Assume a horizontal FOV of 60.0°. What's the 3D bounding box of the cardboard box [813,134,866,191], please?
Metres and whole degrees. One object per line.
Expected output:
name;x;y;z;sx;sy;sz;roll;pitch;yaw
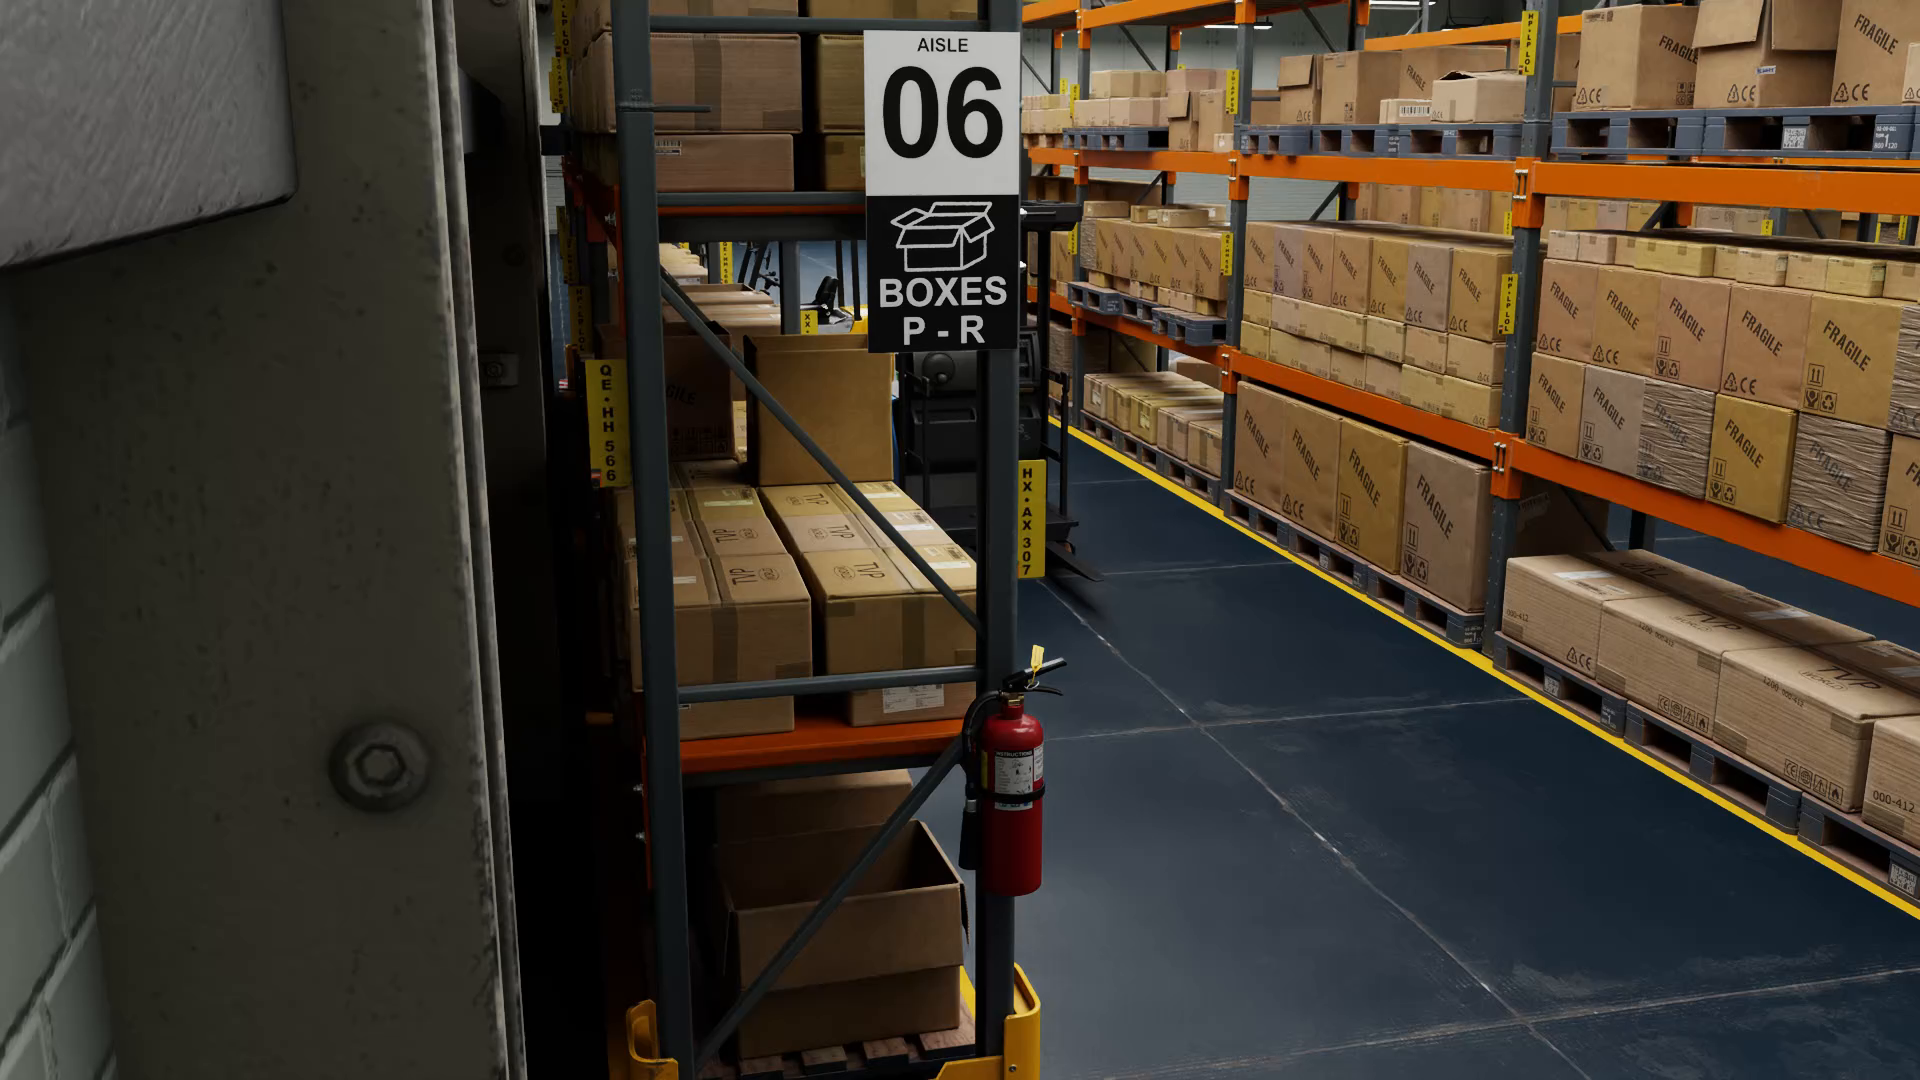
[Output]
cardboard box;-0.193;-1.026;4.516;0.380;0.149;0.250;-3;14;-12

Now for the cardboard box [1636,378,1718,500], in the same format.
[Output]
cardboard box;3.621;-0.499;7.939;0.500;0.500;0.500;-3;14;-13

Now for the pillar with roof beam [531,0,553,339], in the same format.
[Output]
pillar with roof beam;-2.039;-7.623;24.668;9.100;9.000;0.400;-3;14;-13

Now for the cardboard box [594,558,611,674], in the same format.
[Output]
cardboard box;-1.686;0.386;8.908;0.500;0.500;0.500;-3;14;-13

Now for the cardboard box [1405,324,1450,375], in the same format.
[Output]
cardboard box;3.076;-1.178;10.190;0.500;0.250;0.500;-3;14;-12

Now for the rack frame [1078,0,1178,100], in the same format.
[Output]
rack frame;1.661;-5.565;16.243;1.000;3.000;0.127;-3;14;-13

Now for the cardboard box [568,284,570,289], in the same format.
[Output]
cardboard box;-3.773;-2.742;17.120;0.500;0.500;0.500;-4;14;-15

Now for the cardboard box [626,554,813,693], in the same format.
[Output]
cardboard box;-0.710;0.233;4.844;0.500;0.250;0.500;-3;14;-12

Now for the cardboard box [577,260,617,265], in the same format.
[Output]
cardboard box;-2.919;-2.165;13.391;0.380;0.149;0.250;-4;14;-14

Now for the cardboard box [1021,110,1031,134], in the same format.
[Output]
cardboard box;0.937;-4.617;18.375;0.500;0.250;0.500;-3;14;-12

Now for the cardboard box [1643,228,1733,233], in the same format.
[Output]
cardboard box;3.922;-1.601;8.975;0.380;0.149;0.250;-4;14;-14

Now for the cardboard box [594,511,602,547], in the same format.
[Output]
cardboard box;-1.869;-0.074;9.427;0.380;0.149;0.250;-4;14;-16

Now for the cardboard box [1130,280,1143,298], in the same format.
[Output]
cardboard box;1.763;-2.285;15.104;0.380;0.149;0.250;-3;14;-11

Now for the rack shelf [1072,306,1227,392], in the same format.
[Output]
rack shelf;2.131;-1.839;15.152;1.077;0.370;4.000;-3;14;-13

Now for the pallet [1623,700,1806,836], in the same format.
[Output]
pallet;3.933;1.012;7.842;1.003;0.211;1.213;-3;14;-13

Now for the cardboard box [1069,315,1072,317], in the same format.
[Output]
cardboard box;1.528;-2.277;18.754;0.500;0.500;0.500;-3;14;-10

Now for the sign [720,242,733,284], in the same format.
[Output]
sign;-1.698;-2.006;12.046;0.100;0.325;0.005;-3;14;-13

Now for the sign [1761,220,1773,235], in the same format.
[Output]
sign;6.850;-2.557;14.135;0.100;0.325;0.005;-3;14;-13

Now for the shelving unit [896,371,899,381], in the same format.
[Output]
shelving unit;-0.329;-0.845;13.359;0.258;1.200;0.503;-4;14;-15

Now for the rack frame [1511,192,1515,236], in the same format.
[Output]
rack frame;6.449;-2.950;18.180;1.000;3.000;0.127;-3;14;-13

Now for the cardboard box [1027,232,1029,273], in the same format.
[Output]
cardboard box;0.937;-3.288;18.727;0.500;0.500;0.500;-4;14;-14

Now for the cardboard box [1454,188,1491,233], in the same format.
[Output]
cardboard box;6.154;-3.754;18.883;0.875;0.550;0.550;-3;14;-13

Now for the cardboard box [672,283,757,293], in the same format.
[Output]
cardboard box;-1.660;-1.338;10.481;0.797;0.503;0.637;-4;14;-14

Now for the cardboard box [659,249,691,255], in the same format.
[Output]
cardboard box;-2.591;-2.499;14.757;0.380;0.149;0.250;-4;14;-15

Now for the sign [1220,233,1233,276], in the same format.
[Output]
sign;2.076;-2.219;12.917;0.100;0.325;0.005;-3;14;-13

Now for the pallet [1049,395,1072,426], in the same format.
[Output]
pallet;1.469;-1.449;17.912;1.003;0.211;1.213;-3;14;-13

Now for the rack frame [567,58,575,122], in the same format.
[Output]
rack frame;-2.223;-4.364;11.330;1.000;3.000;0.127;-3;14;-13

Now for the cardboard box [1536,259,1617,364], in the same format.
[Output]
cardboard box;3.417;-1.216;8.765;0.500;0.500;0.500;-3;14;-13

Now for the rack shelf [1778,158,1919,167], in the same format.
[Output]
rack shelf;7.858;-2.673;12.243;1.077;0.370;4.000;-3;14;-13

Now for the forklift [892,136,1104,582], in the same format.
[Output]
forklift;0.172;-1.280;11.490;1.130;2.935;3.031;-4;14;-15

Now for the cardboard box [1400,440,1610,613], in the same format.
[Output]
cardboard box;3.317;-0.115;10.170;0.875;0.875;0.875;-3;14;-11

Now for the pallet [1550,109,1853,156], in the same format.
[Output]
pallet;3.722;-2.029;8.280;1.003;0.211;1.213;-3;14;-13

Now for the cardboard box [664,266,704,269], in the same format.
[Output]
cardboard box;-2.161;-2.023;12.810;0.380;0.149;0.250;-3;14;-12

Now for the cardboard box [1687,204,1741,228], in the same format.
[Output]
cardboard box;7.050;-2.900;15.659;0.700;0.500;0.500;-4;14;-14

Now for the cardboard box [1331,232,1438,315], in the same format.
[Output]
cardboard box;2.827;-1.784;11.090;0.500;0.500;0.500;-3;14;-12

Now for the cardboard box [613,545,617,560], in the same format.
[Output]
cardboard box;-1.095;0.104;6.212;0.380;0.149;0.250;-3;14;-13

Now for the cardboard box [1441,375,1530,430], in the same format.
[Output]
cardboard box;3.190;-0.821;9.785;0.500;0.250;0.500;-4;14;-15

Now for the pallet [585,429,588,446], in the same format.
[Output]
pallet;-2.952;-0.850;15.463;1.003;0.211;1.213;-3;14;-13

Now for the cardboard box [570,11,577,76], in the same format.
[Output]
cardboard box;-1.444;-2.169;7.300;0.500;0.250;0.500;-3;14;-14

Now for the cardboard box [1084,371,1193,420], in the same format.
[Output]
cardboard box;1.787;-1.457;16.722;0.950;0.372;0.625;-3;14;-12

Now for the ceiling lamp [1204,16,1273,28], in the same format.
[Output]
ceiling lamp;7.710;-15.934;46.387;2.000;3.185;0.800;-3;14;-13

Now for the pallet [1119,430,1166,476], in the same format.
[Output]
pallet;2.136;-0.834;15.397;1.003;0.211;1.213;-3;14;-13

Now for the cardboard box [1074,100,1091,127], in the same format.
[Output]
cardboard box;1.409;-4.081;15.924;0.500;0.250;0.500;-4;14;-15

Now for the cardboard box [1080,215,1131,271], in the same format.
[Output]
cardboard box;1.493;-2.923;16.350;0.500;0.500;0.500;-3;14;-12

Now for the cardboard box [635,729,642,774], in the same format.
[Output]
cardboard box;-1.256;0.919;7.466;0.380;0.149;0.250;-3;14;-14

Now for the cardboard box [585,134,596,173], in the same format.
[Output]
cardboard box;-1.282;-1.532;6.586;0.380;0.149;0.250;-3;14;-14

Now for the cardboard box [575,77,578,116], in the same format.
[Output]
cardboard box;-1.323;-1.808;6.876;0.500;0.250;0.500;-3;14;-14

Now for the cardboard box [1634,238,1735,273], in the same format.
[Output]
cardboard box;3.538;-1.391;8.117;0.380;0.149;0.250;-3;14;-14

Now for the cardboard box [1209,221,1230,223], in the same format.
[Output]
cardboard box;2.226;-2.720;15.517;0.500;0.500;0.500;-3;14;-11

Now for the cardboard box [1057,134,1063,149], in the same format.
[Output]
cardboard box;1.234;-4.162;17.352;0.380;0.149;0.250;-3;14;-13

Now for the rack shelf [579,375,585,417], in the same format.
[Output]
rack shelf;-2.693;-1.562;14.016;1.077;0.370;4.000;-3;14;-13

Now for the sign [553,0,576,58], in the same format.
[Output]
sign;-1.822;-2.395;7.671;0.100;0.325;0.005;-3;14;-13

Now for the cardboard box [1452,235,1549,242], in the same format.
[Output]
cardboard box;3.455;-1.688;10.699;0.500;0.500;0.500;-4;14;-15

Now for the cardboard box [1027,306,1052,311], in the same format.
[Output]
cardboard box;0.776;-2.478;19.580;0.500;0.500;0.500;-4;14;-15
